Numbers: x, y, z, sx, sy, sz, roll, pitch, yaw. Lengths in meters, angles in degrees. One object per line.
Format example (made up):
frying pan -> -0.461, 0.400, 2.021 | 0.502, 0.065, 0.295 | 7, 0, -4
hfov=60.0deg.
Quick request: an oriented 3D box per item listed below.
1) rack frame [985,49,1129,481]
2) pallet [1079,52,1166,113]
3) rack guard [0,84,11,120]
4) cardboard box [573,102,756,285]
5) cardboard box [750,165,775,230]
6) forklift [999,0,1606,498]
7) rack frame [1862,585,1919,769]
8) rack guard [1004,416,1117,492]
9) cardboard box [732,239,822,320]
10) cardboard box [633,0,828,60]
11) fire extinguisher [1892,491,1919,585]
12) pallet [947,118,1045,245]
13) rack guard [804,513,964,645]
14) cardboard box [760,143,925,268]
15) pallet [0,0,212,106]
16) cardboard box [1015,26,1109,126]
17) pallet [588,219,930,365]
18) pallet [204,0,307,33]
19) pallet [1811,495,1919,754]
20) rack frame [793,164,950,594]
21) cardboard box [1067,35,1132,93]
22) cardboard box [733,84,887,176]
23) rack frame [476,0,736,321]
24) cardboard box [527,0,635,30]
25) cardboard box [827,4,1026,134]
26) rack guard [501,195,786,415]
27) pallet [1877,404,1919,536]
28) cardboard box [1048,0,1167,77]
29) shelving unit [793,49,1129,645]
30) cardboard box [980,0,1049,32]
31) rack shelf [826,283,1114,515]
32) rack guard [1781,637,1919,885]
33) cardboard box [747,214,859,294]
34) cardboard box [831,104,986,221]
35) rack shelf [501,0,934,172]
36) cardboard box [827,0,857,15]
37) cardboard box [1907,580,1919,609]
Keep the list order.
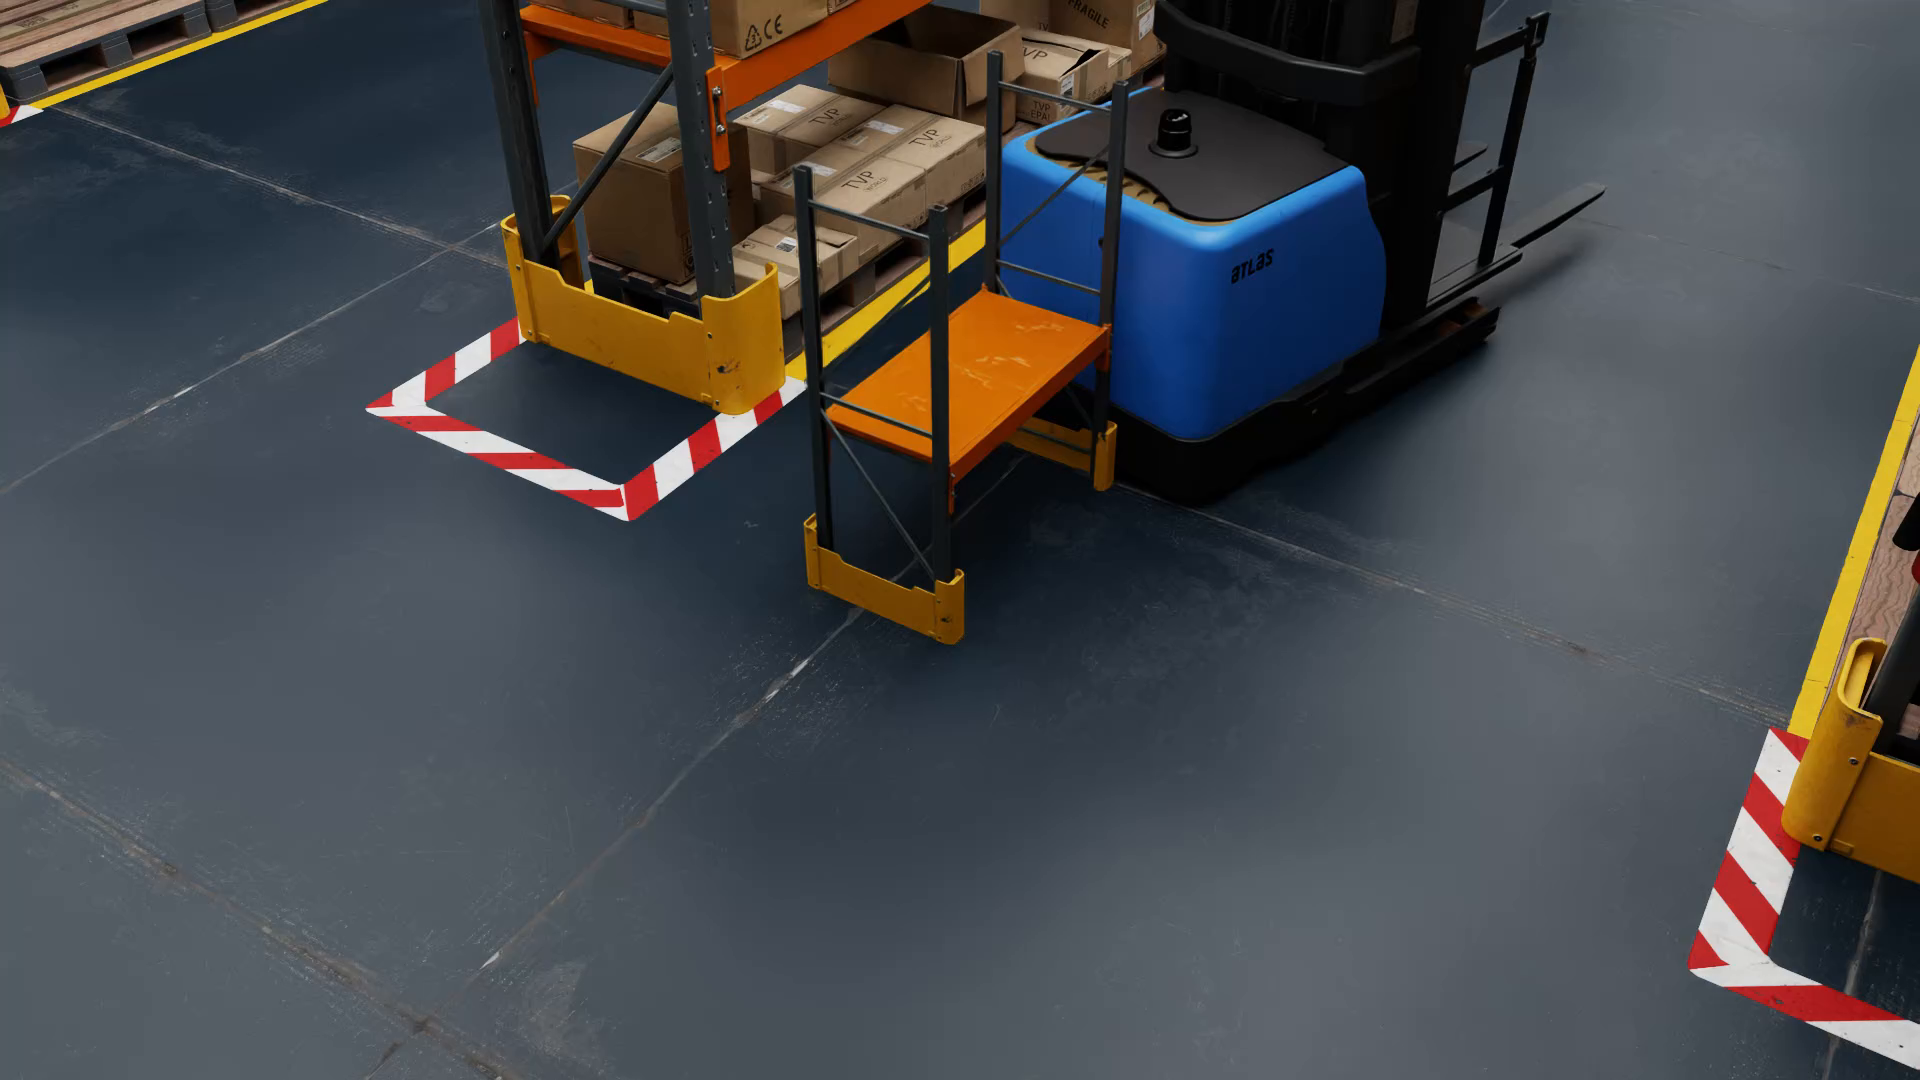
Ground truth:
rack frame -> 0.305, -0.891, 5.677 | 0.500, 1.500, 0.032 | 22, 43, 26
pallet -> 0.486, -2.494, 8.813 | 1.003, 0.211, 1.213 | 21, 42, 25
rack guard -> -5.471, -2.506, 8.591 | 1.175, 0.500, 0.348 | 21, 42, 25
cardboard box -> -1.205, -1.435, 6.842 | 0.500, 0.500, 0.500 | 21, 42, 25
cardboard box -> -0.912, -1.483, 7.177 | 0.380, 0.166, 0.250 | 21, 42, 25
forklift -> 1.548, -2.084, 6.053 | 3.031, 2.935, 1.130 | -29, 46, -32
rack frame -> 2.896, -0.272, 3.646 | 1.000, 3.000, 0.127 | 21, 42, 25
rack guard -> 0.294, -0.386, 6.046 | 0.587, 0.250, 0.087 | 22, 43, 26
cardboard box -> -0.774, -1.039, 6.615 | 0.380, 0.149, 0.250 | 21, 42, 25
cardboard box -> -0.828, -2.072, 5.899 | 0.500, 0.500, 0.500 | 22, 43, 26
fire extinguisher -> 2.426, -0.167, 3.878 | 0.296, 0.674, 0.183 | 21, 42, 25
pallet -> -0.167, -1.863, 7.993 | 1.003, 0.211, 1.213 | 21, 42, 25
rack guard -> -0.248, 0.124, 5.384 | 0.587, 0.250, 0.087 | 22, 43, 26
cardboard box -> -0.490, -1.421, 7.028 | 0.500, 0.250, 0.500 | 21, 42, 25
pallet -> -4.995, -2.820, 9.236 | 1.003, 0.211, 1.213 | 21, 42, 25
cardboard box -> 0.387, -2.288, 8.104 | 0.500, 0.311, 0.500 | 21, 42, 25
pallet -> -0.822, -1.236, 7.181 | 1.003, 0.211, 1.213 | 21, 42, 25
pallet -> -4.340, -3.447, 10.048 | 1.003, 0.211, 1.213 | 21, 42, 25
pallet -> 3.258, 0.395, 5.065 | 1.003, 0.211, 1.213 | 21, 42, 25
rack frame -> -0.249, -0.370, 5.002 | 0.500, 1.500, 0.032 | 22, 43, 26
cardboard box -> 0.638, -2.398, 8.378 | 0.380, 0.149, 0.250 | 21, 42, 25
cardboard box -> -0.671, -1.816, 7.541 | 0.500, 0.250, 0.500 | 21, 42, 25
rack frame -> -1.289, -1.890, 5.745 | 1.000, 3.000, 0.127 | 21, 42, 25
cardboard box -> -1.279, -2.250, 6.130 | 0.500, 0.500, 0.500 | 23, 43, 26
cardboard box -> -0.148, -2.168, 7.789 | 0.797, 0.503, 0.637 | 21, 42, 25
rack guard -> -1.248, -0.939, 6.559 | 1.175, 0.500, 0.348 | 21, 42, 25
pallet -> 3.913, -0.232, 5.878 | 1.003, 0.211, 1.213 | 21, 42, 25
cardboard box -> 0.789, -2.750, 8.548 | 0.500, 0.500, 0.500 | 21, 42, 25
shelving unit -> 0.023, -0.626, 5.333 | 0.587, 1.500, 1.083 | 22, 43, 26
cardboard box -> 0.447, -2.916, 8.918 | 0.500, 0.311, 0.500 | 21, 42, 25
rack shelf -> 0.028, -0.488, 5.449 | 0.538, 0.185, 1.000 | 22, 43, 26
rack guard -> 2.883, 0.731, 4.393 | 1.175, 0.500, 0.348 | 21, 42, 25
cardboard box -> -0.640, -1.175, 6.777 | 0.380, 0.166, 0.250 | 21, 42, 25
cardboard box -> -0.222, -1.678, 7.362 | 0.500, 0.250, 0.500 | 21, 42, 25
rack shelf -> -0.217, -2.636, 7.302 | 1.077, 0.370, 4.000 | 21, 42, 25
cardboard box -> -0.556, -2.340, 6.247 | 0.500, 0.500, 0.500 | 21, 42, 25
cardboard box -> 3.187, 0.158, 4.791 | 0.700, 0.500, 0.500 | 21, 42, 25
